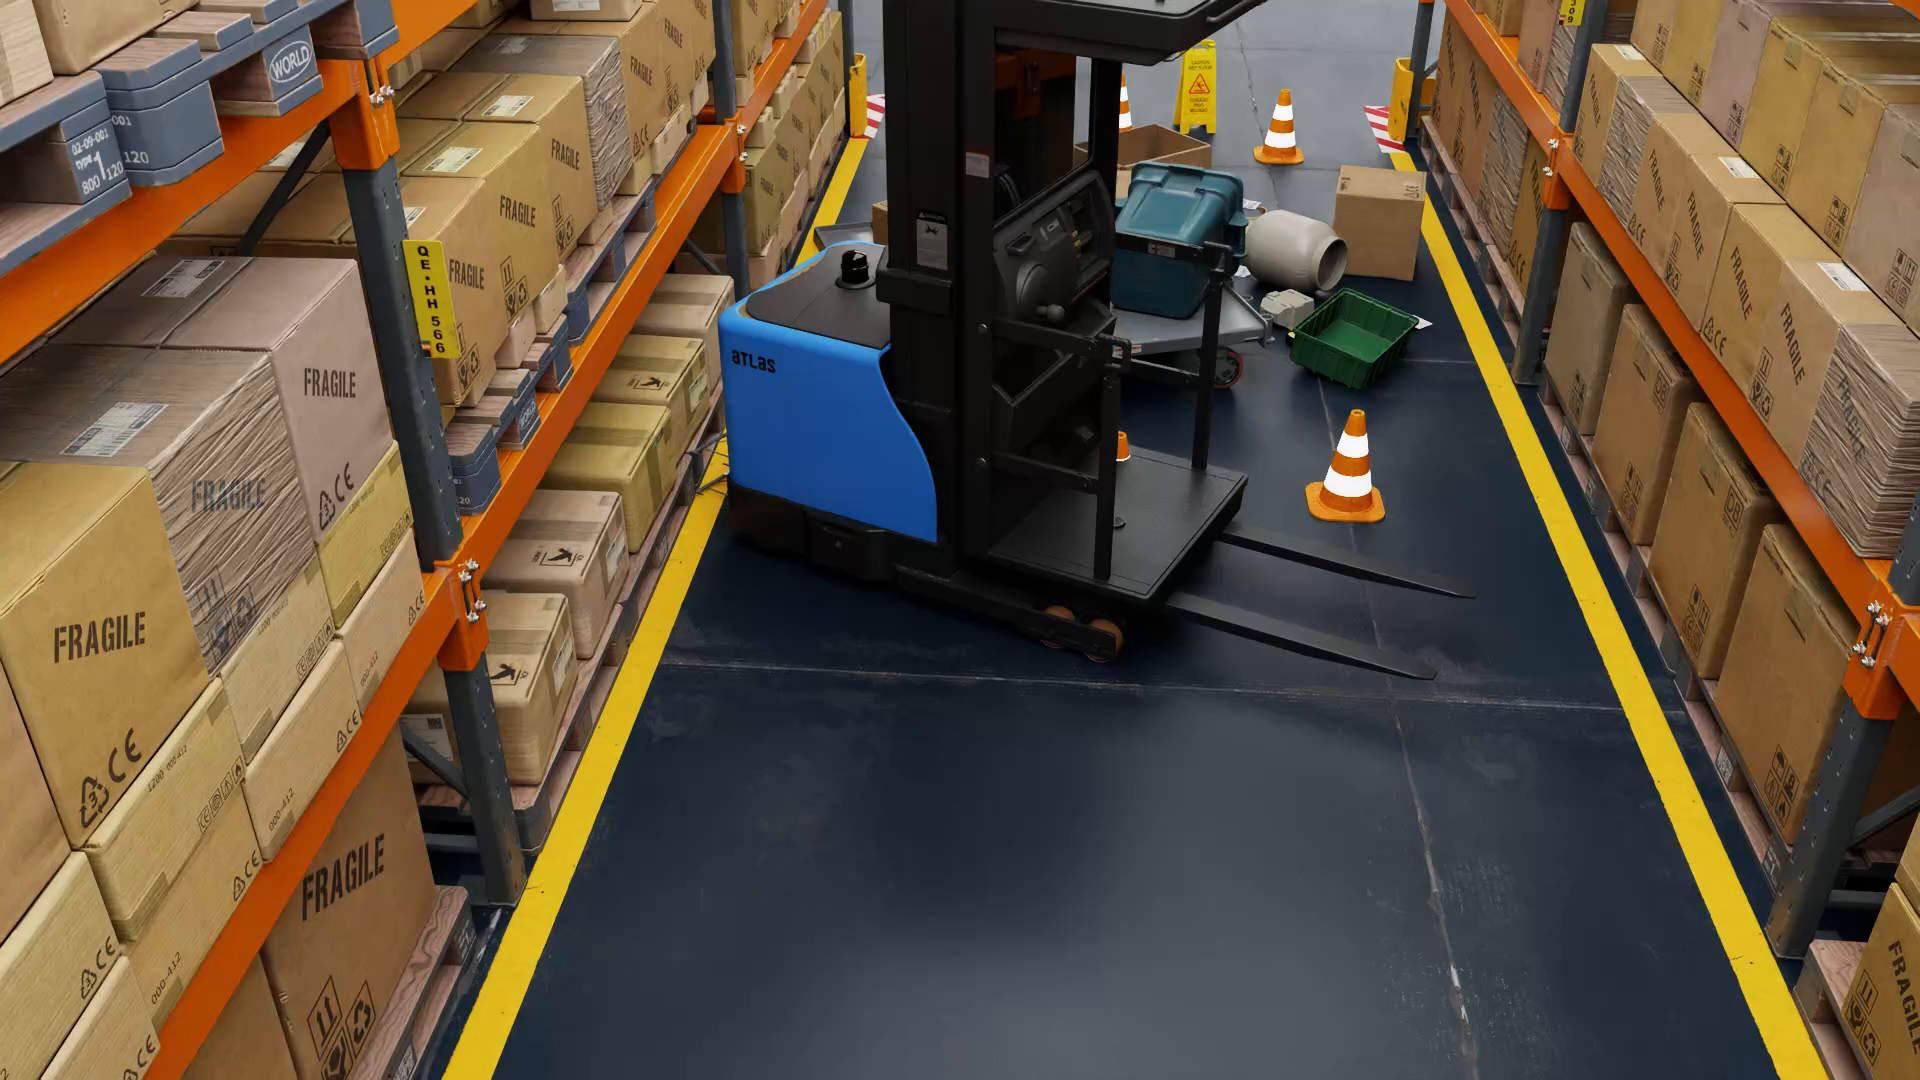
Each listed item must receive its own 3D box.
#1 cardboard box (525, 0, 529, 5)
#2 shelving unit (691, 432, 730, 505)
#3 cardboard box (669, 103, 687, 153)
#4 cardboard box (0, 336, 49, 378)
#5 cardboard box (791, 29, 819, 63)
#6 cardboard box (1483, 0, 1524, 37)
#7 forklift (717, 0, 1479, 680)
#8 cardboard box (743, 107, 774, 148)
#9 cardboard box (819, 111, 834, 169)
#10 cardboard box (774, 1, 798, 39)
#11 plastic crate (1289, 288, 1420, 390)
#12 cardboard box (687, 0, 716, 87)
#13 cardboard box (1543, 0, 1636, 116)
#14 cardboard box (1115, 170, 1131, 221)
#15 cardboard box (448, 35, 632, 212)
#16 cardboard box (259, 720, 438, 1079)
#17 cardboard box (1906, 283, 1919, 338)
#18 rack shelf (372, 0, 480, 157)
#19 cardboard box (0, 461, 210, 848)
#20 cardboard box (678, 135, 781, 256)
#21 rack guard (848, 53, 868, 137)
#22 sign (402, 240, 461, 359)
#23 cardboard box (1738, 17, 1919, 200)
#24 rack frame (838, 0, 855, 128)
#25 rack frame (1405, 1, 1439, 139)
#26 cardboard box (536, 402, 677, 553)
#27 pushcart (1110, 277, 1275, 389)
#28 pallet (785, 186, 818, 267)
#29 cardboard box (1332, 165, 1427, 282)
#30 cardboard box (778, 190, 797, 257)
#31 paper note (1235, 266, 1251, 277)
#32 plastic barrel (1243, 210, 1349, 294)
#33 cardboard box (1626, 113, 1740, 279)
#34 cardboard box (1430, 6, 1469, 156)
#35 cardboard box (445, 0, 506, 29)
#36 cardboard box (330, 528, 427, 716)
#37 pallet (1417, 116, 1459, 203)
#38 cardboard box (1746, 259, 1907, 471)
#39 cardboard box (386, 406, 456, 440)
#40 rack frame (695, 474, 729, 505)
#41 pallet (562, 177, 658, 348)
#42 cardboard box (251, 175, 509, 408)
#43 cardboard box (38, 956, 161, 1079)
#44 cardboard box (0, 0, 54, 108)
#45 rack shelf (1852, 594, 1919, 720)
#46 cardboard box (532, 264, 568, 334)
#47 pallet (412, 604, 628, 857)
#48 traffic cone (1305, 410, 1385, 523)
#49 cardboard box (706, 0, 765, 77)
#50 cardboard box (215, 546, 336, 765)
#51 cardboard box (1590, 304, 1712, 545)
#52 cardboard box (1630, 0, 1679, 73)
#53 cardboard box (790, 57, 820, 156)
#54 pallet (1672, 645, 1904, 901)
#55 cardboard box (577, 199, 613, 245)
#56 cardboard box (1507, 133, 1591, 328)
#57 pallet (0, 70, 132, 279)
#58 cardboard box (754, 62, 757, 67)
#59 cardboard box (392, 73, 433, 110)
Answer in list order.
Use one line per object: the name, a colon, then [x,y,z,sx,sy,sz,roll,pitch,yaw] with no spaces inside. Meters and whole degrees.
cardboard box: [-1.953,-2.092,7.006,0.500,0.500,0.500,3,32,4]
shelving unit: [-0.854,-0.459,7.780,0.258,0.210,0.900,20,36,29]
cardboard box: [-1.380,-1.756,7.080,0.380,0.149,0.250,2,32,3]
cardboard box: [-2.229,-0.108,3.518,0.500,0.500,0.500,3,32,4]
cardboard box: [-1.079,-3.040,10.211,0.380,0.149,0.250,4,32,6]
cardboard box: [3.498,-3.185,9.416,0.875,0.550,0.500,2,32,4]
forklift: [0.545,-1.090,6.225,3.031,2.935,1.130,16,35,24]
cardboard box: [-1.202,-2.202,8.852,0.380,0.149,0.250,3,32,5]
cardboard box: [-1.111,-2.634,10.885,0.500,0.250,0.500,3,32,4]
cardboard box: [-1.130,-2.951,9.419,0.380,0.149,0.250,3,32,4]
plastic crate: [2.061,-1.054,8.727,0.450,0.188,0.662,29,41,23]
cardboard box: [-1.398,-2.335,7.401,0.500,0.500,0.500,2,32,3]
cardboard box: [3.371,-2.337,8.041,0.875,0.550,0.550,2,32,4]
cardboard box: [1.049,-1.809,9.577,0.797,0.637,0.503,2,32,4]
cardboard box: [-1.527,-1.532,6.098,0.500,0.500,0.500,1,32,2]
cardboard box: [-2.054,0.936,4.497,0.875,0.875,0.875,2,32,4]
cardboard box: [3.074,-0.691,4.464,0.700,0.500,0.500,2,32,4]
rack shelf: [-1.752,-2.164,5.728,1.077,0.370,4.000,2,32,4]
cardboard box: [-1.777,0.194,3.027,0.500,0.500,0.500,2,32,4]
cardboard box: [-1.272,-1.863,8.920,0.500,0.500,0.500,4,32,6]
rack guard: [-1.270,-3.226,12.009,1.175,0.500,0.348,2,32,4]
sign: [-1.361,-0.618,4.290,0.100,0.325,0.005,2,32,4]
cardboard box: [3.194,-1.491,5.762,0.700,0.500,0.500,2,32,3]
rack frame: [-1.263,-4.330,11.418,1.000,3.000,0.127,2,32,4]
rack frame: [3.678,-4.172,11.160,1.000,3.000,0.127,2,32,4]
cardboard box: [-1.739,-0.285,6.957,0.950,0.372,0.625,3,32,6]
pushcart: [0.687,-1.051,8.596,1.648,0.377,0.936,-8,33,-13]
pallet: [-1.473,-2.044,10.365,1.003,0.211,1.213,2,32,4]
cardboard box: [2.456,-1.873,9.810,0.500,0.500,0.500,8,32,12]
cardboard box: [-1.240,-1.824,9.570,0.500,0.250,0.500,4,32,7]
paper note: [1.639,-1.601,9.826,0.172,0.023,0.155,14,34,21]
plastic barrel: [1.916,-1.642,9.511,0.512,0.421,0.421,27,41,37]
cardboard box: [2.958,-1.334,6.460,0.500,0.500,0.500,2,32,4]
cardboard box: [3.689,-3.089,11.028,0.875,0.875,0.875,3,32,4]
cardboard box: [-1.966,-2.060,6.336,0.380,0.149,0.250,4,32,7]
cardboard box: [-1.697,0.192,4.222,0.500,0.250,0.500,1,32,2]
pallet: [3.691,-2.563,11.208,1.003,0.211,1.213,2,32,4]
cardboard box: [2.838,-0.539,5.170,0.500,0.500,0.500,2,32,4]
cardboard box: [-1.703,-0.381,4.848,0.380,0.149,0.250,1,32,1]
rack frame: [-0.855,-0.372,7.832,0.240,0.006,0.900,20,36,29]
pallet: [-1.794,-1.102,6.362,1.003,0.211,1.213,2,32,4]
cardboard box: [-1.647,-0.721,4.781,0.500,0.500,0.500,2,32,3]
cardboard box: [-1.793,0.991,2.927,0.500,0.250,0.500,2,32,3]
cardboard box: [-1.678,-0.811,2.575,0.396,0.266,0.258,2,32,3]
rack shelf: [2.864,1.364,2.864,1.077,0.370,4.000,2,32,4]
cardboard box: [-1.535,-0.811,5.547,0.380,0.149,0.250,3,32,4]
pallet: [-1.850,0.631,6.024,1.003,0.211,1.213,2,32,4]
traffic cone: [1.739,-0.363,7.399,0.336,0.463,0.334,2,32,4]
cardboard box: [-1.275,-2.626,8.273,0.500,0.500,0.500,2,32,4]
cardboard box: [-1.739,0.236,3.674,0.500,0.250,0.500,2,32,3]
cardboard box: [3.309,-0.468,6.895,1.050,0.750,0.750,2,32,4]
cardboard box: [3.318,-2.288,7.056,0.700,0.500,0.500,2,32,3]
cardboard box: [-1.156,-2.691,10.263,0.500,0.500,0.500,2,32,3]
pallet: [3.166,0.790,5.768,1.003,0.211,1.213,2,32,4]
cardboard box: [-1.523,-1.224,6.216,0.380,0.149,0.250,3,32,6]
cardboard box: [3.474,-1.680,8.742,0.875,0.875,0.875,3,32,5]
pallet: [-2.002,-0.420,2.393,1.003,0.211,1.213,4,32,6]
cardboard box: [-1.284,-2.557,8.780,0.380,0.149,0.250,2,32,4]
cardboard box: [-2.084,-1.279,5.688,0.500,0.500,0.500,0,32,1]
